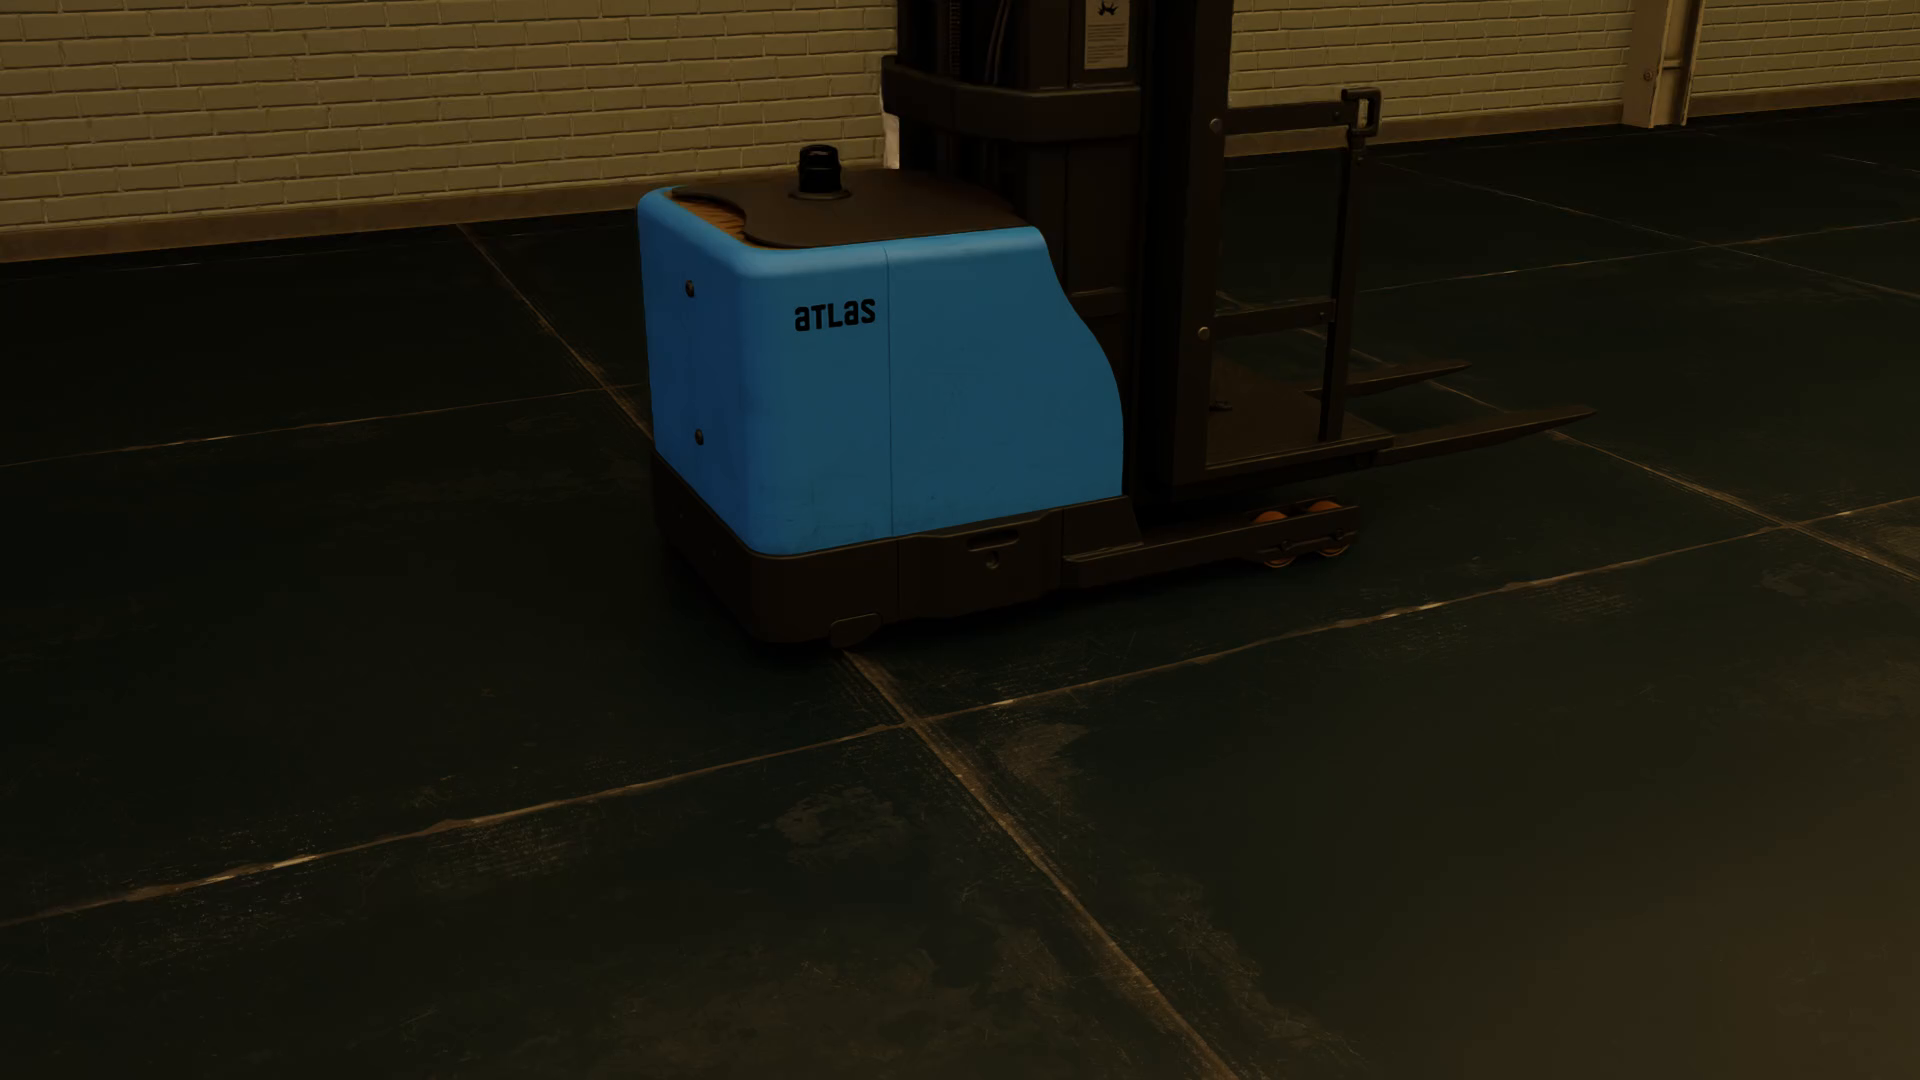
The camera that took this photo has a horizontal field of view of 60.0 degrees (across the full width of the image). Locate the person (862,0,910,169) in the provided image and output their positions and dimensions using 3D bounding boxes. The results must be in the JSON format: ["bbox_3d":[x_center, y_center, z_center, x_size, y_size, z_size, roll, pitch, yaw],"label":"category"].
[{"bbox_3d":[-0.084,-1.174,5.833,0.677,1.663,0.938,-6,23,-15],"label":"person"}]

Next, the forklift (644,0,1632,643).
[{"bbox_3d":[0.653,-1.422,4.708,3.031,2.935,1.130,-8,24,-19],"label":"forklift"}]
